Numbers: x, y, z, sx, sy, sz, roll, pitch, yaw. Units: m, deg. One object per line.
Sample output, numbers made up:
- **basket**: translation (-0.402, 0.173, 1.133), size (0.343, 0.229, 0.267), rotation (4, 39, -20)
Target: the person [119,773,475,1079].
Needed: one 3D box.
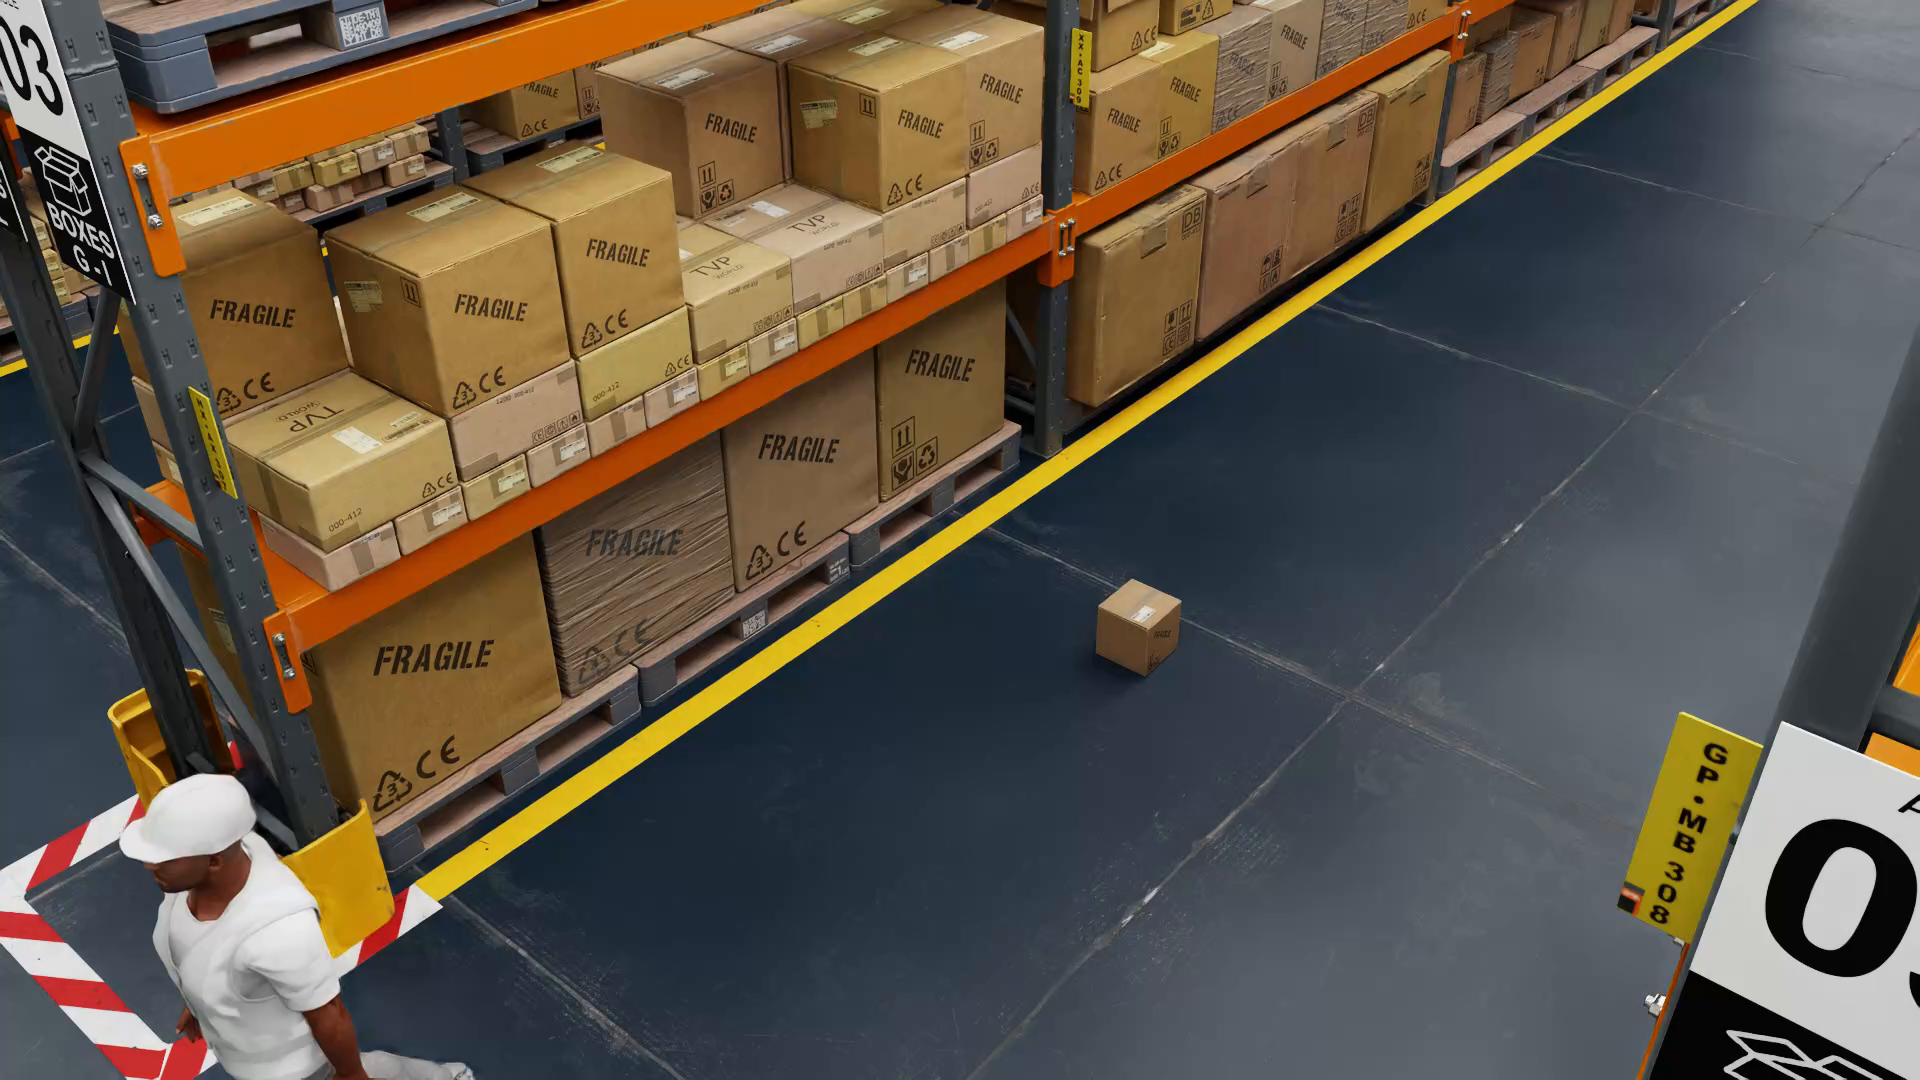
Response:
- **person**: translation (-1.790, 1.260, 4.316), size (0.988, 1.732, 0.582), rotation (-28, 44, -34)
